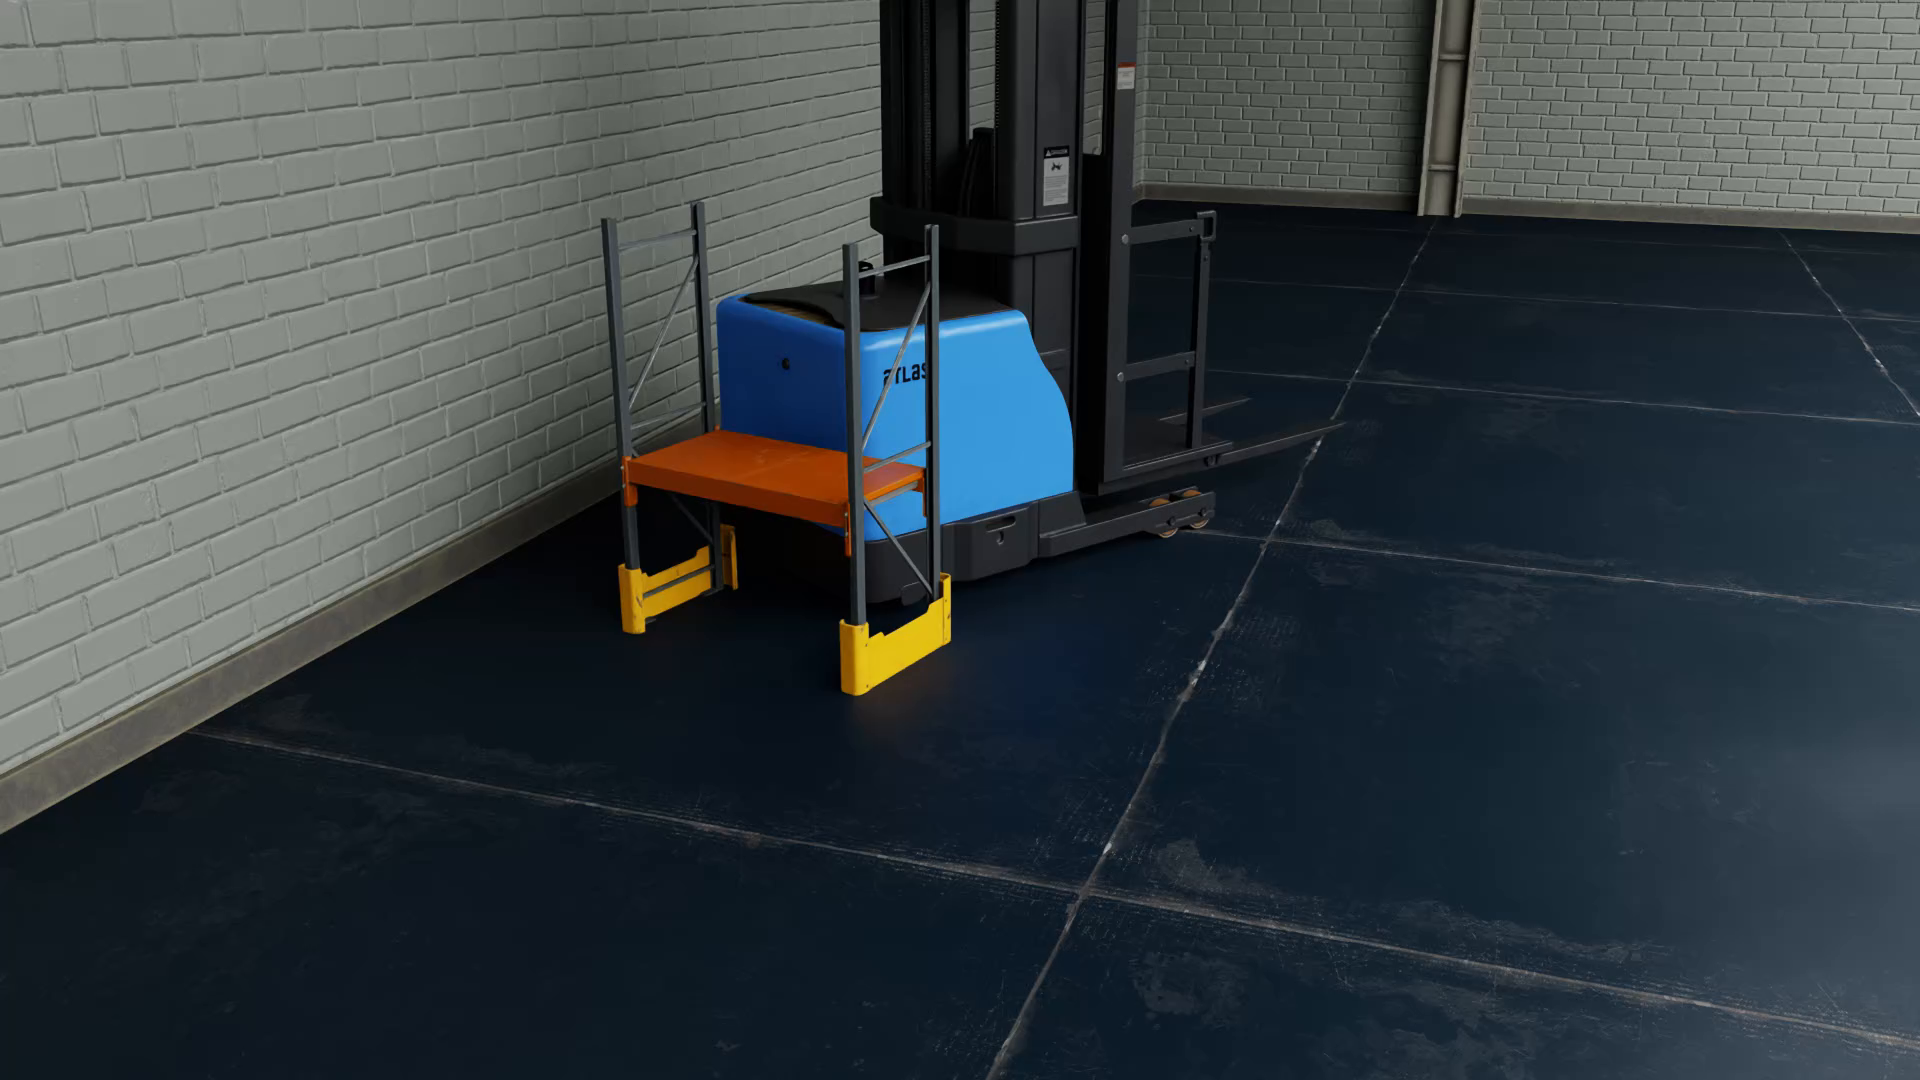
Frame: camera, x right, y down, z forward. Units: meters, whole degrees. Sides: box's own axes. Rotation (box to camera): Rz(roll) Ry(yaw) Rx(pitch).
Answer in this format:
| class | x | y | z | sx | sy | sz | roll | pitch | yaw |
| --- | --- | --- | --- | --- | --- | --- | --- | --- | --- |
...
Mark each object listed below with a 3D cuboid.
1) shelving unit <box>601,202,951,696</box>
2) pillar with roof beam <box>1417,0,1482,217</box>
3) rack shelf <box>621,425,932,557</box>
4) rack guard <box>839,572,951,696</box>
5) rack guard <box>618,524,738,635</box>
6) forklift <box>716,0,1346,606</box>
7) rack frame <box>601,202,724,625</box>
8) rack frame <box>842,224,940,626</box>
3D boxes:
| class | x | y | z | sx | sy | sz | roll | pitch | yaw |
| --- | --- | --- | --- | --- | --- | --- | --- | --- | --- |
| shelving unit | -0.638 | -0.360 | 5.830 | 1.083 | 1.500 | 0.587 | 12 | 23 | 31 |
| pillar with roof beam | 3.244 | -6.077 | 10.837 | 0.400 | 9.000 | 9.100 | 7 | 20 | 18 |
| rack shelf | -0.646 | -0.192 | 5.894 | 1.000 | 0.185 | 0.538 | 12 | 23 | 31 |
| rack guard | -0.218 | 0.318 | 5.783 | 0.087 | 0.250 | 0.587 | 12 | 23 | 31 |
| rack guard | -1.058 | 0.142 | 6.289 | 0.087 | 0.250 | 0.587 | 12 | 23 | 31 |
| forklift | 0.483 | -1.513 | 6.964 | 3.031 | 2.935 | 1.130 | -15 | 24 | -37 |
| rack frame | -1.074 | -0.452 | 6.093 | 0.032 | 1.500 | 0.500 | 12 | 23 | 31 |
| rack frame | -0.217 | -0.272 | 5.577 | 0.032 | 1.500 | 0.500 | 12 | 23 | 31 |
